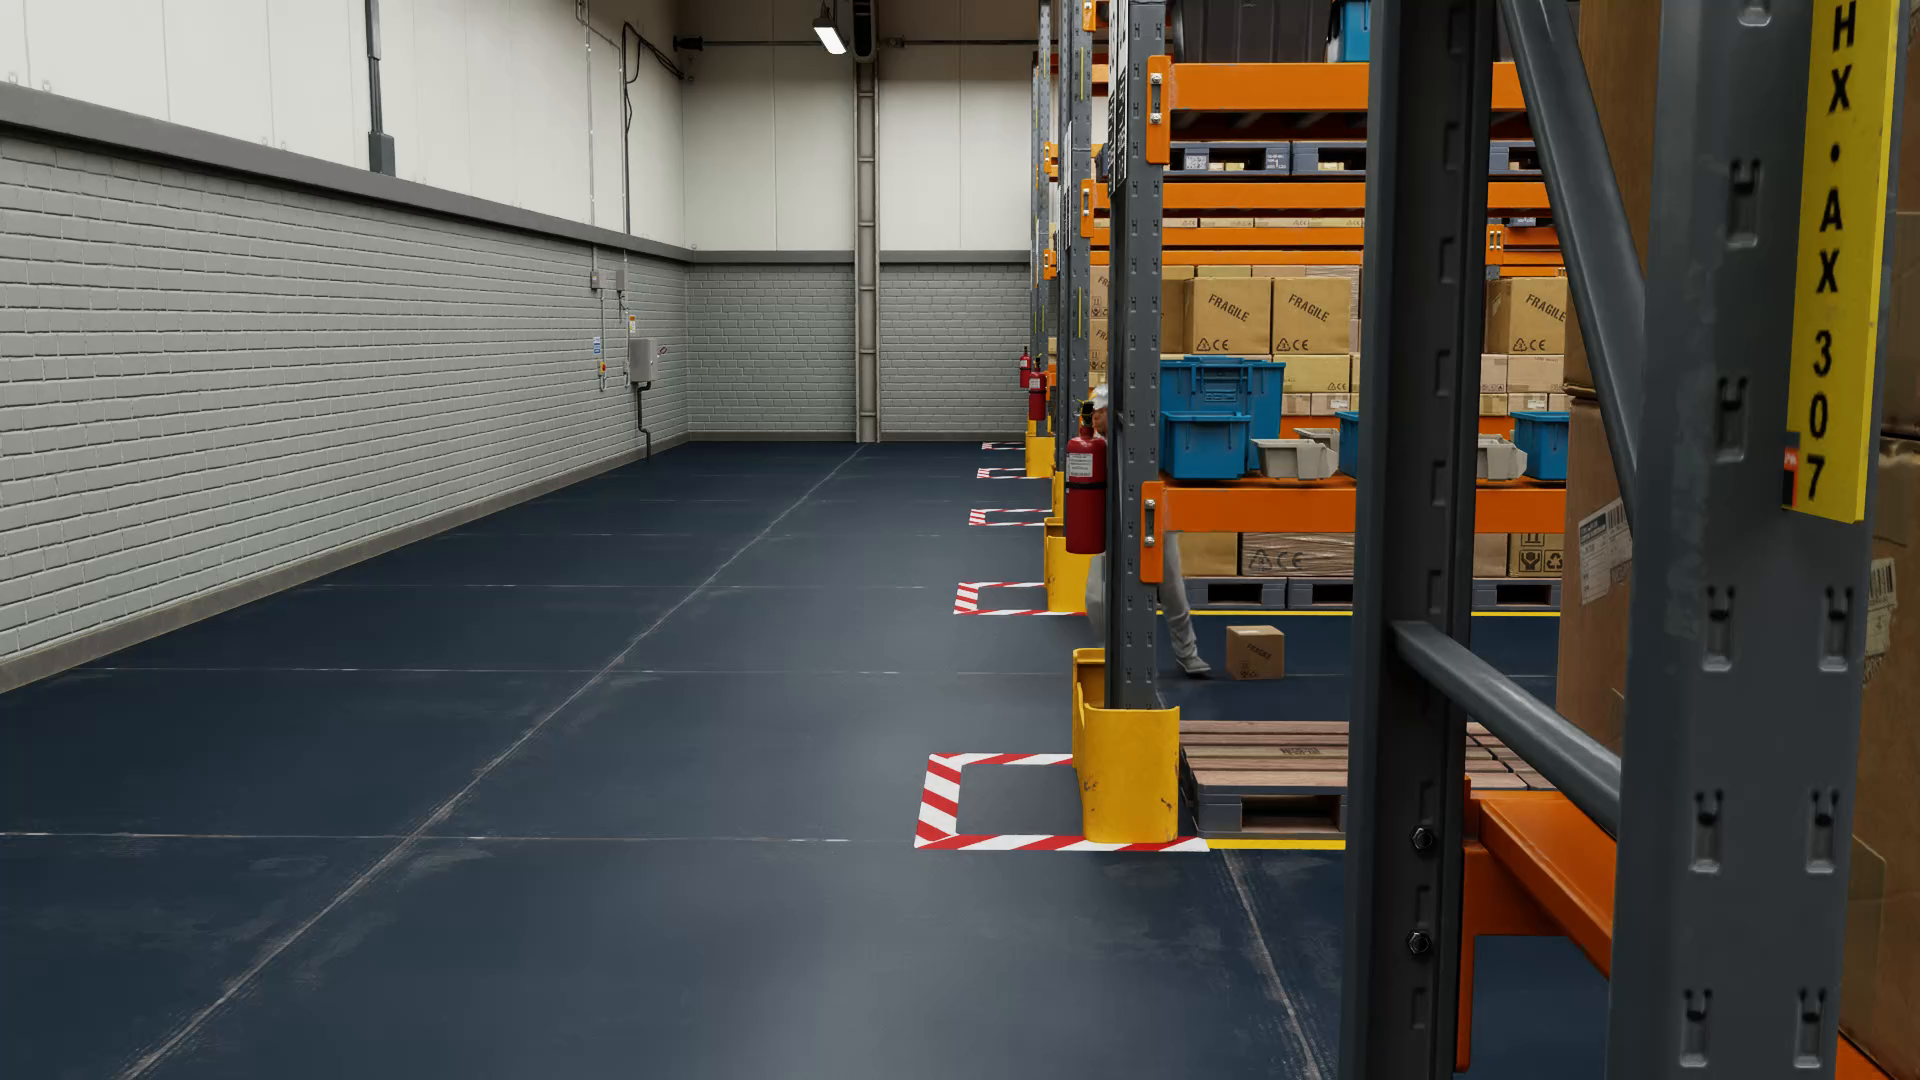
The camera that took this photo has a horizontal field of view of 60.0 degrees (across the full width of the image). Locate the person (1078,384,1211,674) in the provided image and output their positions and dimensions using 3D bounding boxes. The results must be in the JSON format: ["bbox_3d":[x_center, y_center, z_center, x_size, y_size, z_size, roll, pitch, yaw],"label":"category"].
[{"bbox_3d":[0.949,-0.026,8.759,0.658,1.596,0.832,3,8,25],"label":"person"}]
